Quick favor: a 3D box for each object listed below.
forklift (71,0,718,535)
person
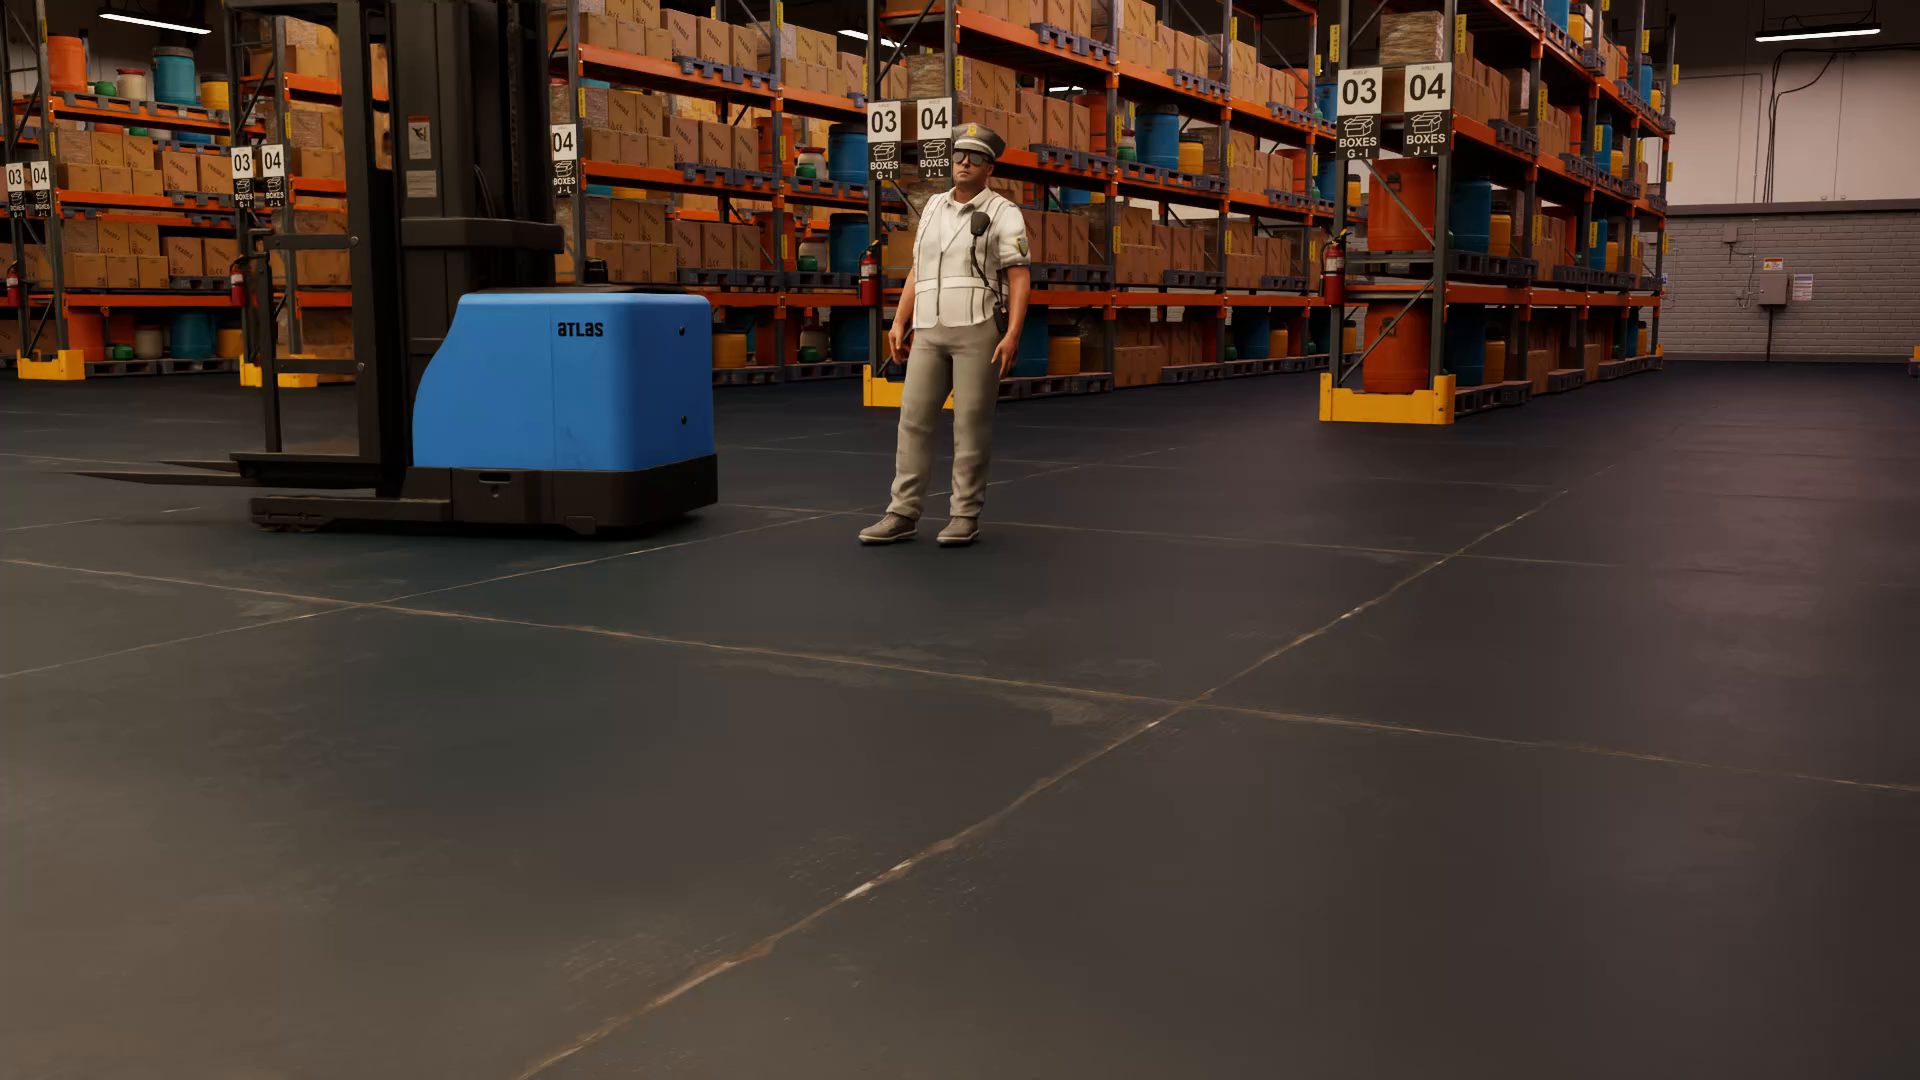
[{"bbox_3d":[-2.756,-1.554,7.850,3.031,2.935,1.130,2,8,13],"label":"forklift"},{"bbox_3d":[-0.048,-0.881,7.130,0.640,1.781,0.575,4,9,29],"label":"person"}]
